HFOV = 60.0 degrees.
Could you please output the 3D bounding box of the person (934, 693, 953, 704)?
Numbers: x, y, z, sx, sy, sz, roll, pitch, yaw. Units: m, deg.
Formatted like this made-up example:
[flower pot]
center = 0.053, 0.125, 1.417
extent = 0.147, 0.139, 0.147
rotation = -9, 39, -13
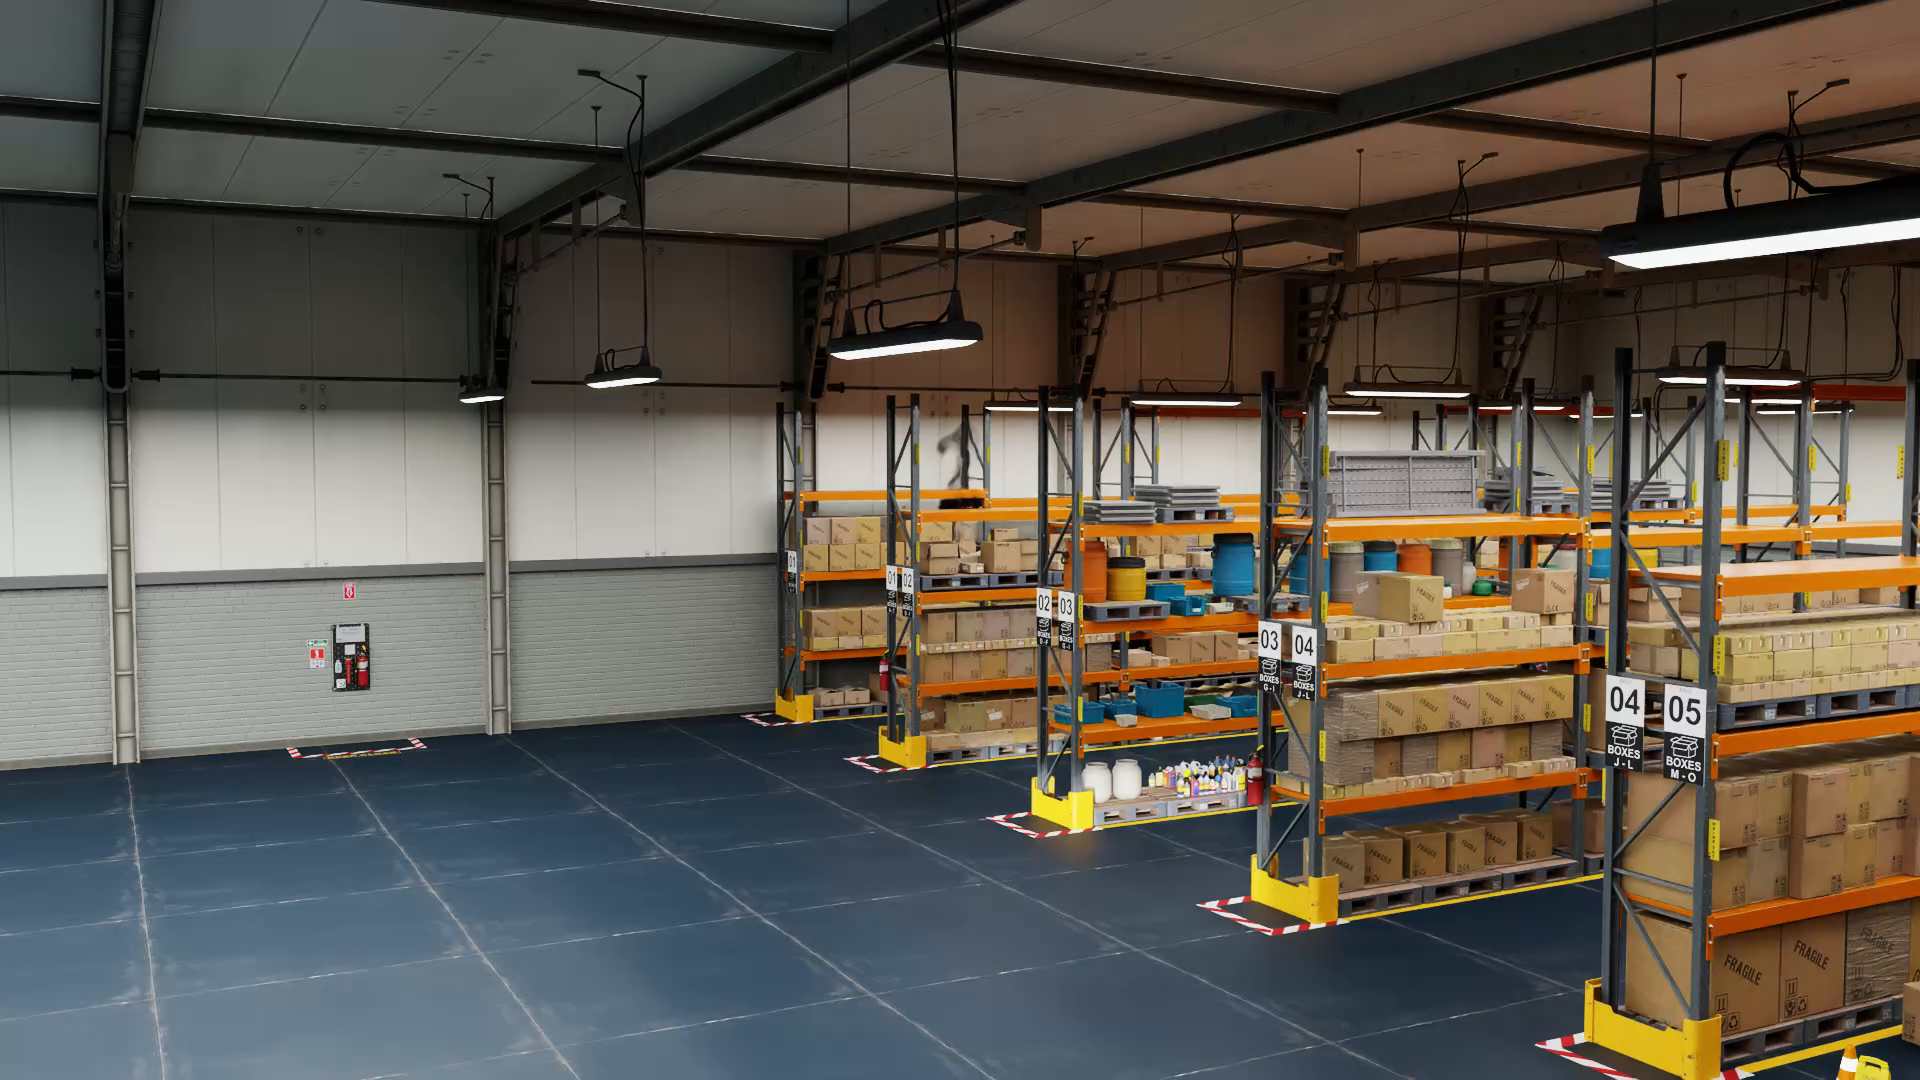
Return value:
[person]
center = -0.217, 2.673, 30.067
extent = 0.992, 1.683, 0.701
rotation = -2, 4, -37
